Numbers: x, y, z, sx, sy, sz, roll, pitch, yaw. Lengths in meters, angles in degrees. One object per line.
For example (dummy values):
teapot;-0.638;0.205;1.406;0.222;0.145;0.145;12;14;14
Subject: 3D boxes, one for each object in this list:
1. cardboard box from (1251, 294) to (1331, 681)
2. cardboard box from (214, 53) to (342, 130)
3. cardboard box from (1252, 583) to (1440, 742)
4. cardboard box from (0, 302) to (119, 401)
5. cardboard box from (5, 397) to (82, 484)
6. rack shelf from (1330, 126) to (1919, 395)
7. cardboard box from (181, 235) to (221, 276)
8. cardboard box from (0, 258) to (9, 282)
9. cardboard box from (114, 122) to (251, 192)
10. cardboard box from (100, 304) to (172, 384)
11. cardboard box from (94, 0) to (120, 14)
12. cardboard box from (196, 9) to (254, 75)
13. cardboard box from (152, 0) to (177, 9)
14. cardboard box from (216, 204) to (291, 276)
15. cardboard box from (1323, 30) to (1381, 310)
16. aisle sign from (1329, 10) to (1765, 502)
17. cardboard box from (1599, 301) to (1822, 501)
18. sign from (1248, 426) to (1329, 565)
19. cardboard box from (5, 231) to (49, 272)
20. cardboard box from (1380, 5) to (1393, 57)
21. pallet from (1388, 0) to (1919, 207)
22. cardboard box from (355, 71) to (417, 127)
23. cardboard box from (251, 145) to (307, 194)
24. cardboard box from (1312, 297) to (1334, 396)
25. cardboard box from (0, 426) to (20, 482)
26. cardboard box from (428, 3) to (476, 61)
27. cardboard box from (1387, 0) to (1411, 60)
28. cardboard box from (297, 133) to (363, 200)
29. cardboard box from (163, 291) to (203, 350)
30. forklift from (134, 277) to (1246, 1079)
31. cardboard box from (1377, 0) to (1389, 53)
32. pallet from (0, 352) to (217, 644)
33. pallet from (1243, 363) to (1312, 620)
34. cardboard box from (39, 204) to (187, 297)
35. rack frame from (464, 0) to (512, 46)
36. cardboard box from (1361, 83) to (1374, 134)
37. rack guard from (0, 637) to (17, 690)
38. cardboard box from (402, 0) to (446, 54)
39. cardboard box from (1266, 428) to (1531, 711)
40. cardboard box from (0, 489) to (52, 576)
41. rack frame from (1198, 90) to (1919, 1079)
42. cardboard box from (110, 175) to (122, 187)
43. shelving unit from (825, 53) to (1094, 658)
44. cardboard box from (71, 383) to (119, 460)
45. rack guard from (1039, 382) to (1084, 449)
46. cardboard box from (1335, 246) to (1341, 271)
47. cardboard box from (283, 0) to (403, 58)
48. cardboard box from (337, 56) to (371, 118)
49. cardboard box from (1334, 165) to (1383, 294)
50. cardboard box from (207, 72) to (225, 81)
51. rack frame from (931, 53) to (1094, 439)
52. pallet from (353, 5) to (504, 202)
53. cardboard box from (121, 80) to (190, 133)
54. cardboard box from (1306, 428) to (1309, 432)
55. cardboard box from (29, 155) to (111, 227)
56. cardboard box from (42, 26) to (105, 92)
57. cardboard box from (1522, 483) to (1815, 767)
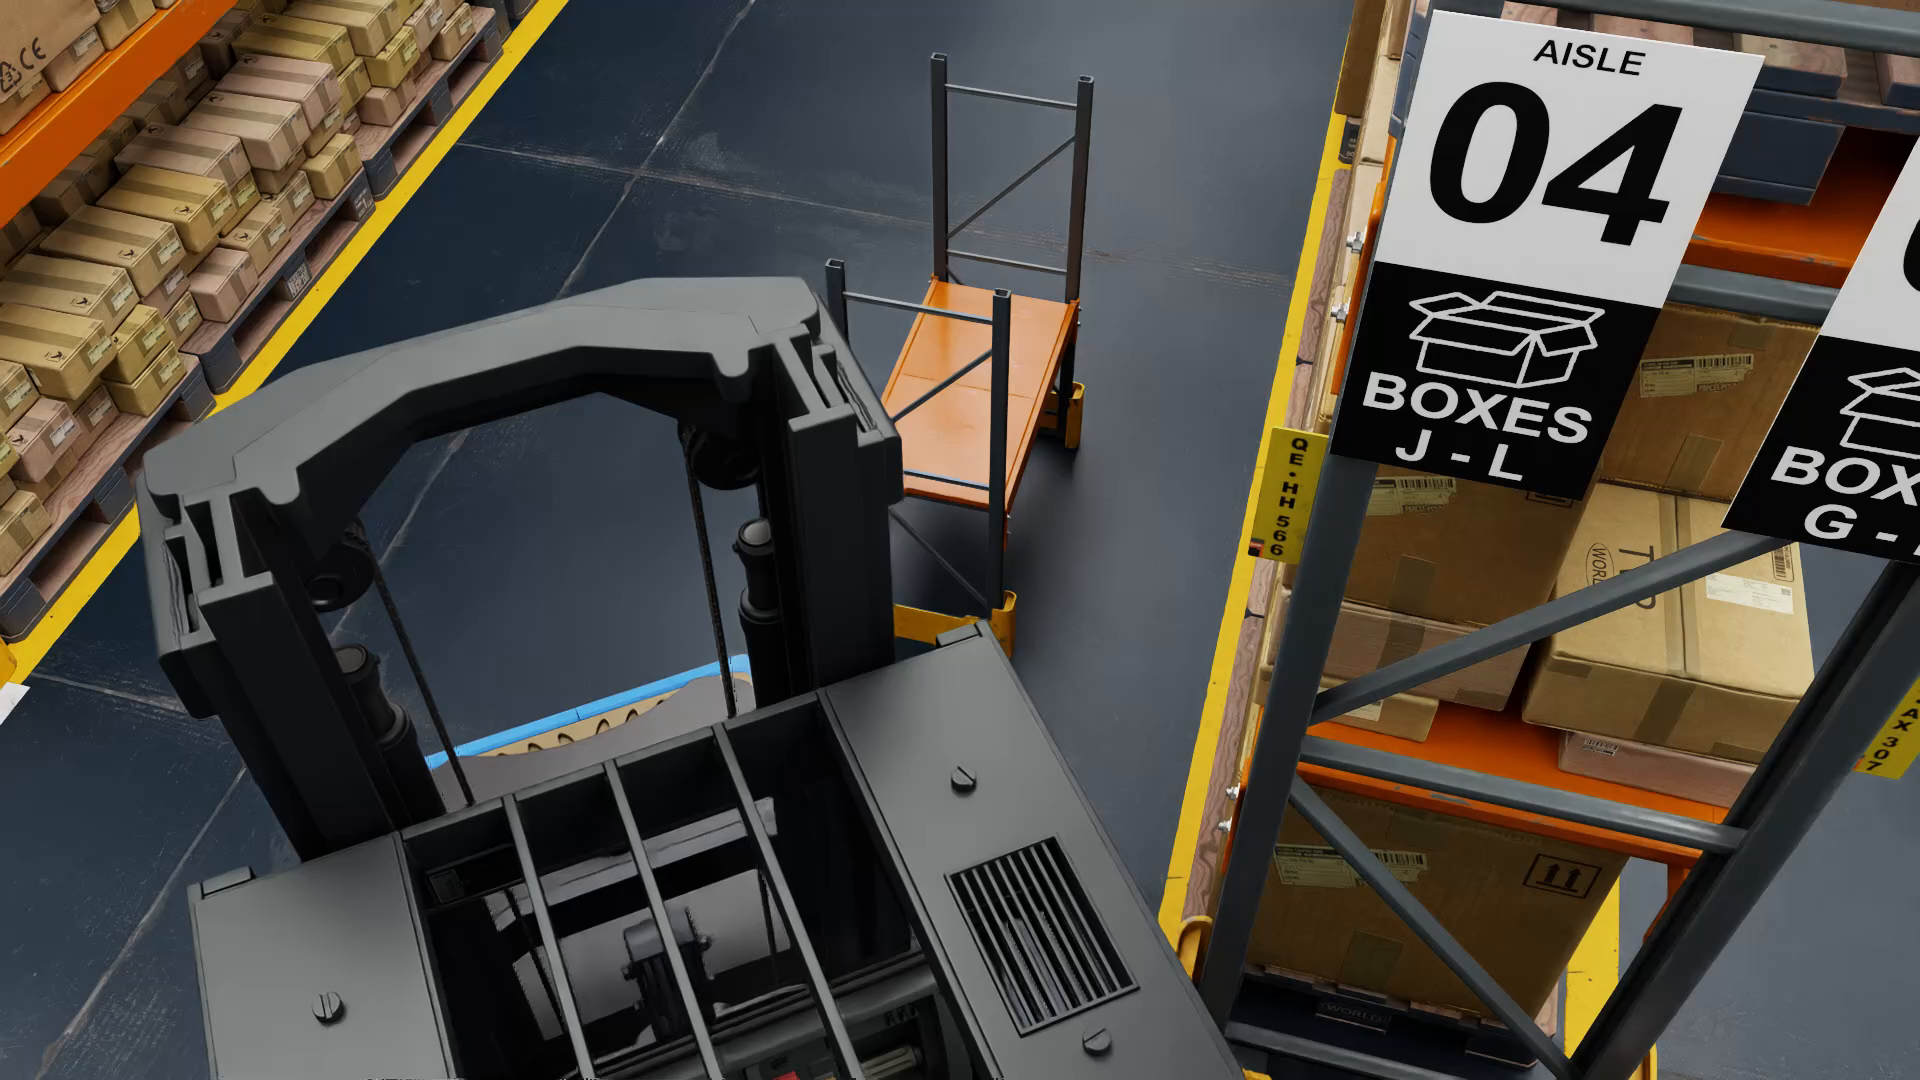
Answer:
cardboard box;1.420;-0.066;4.945;0.875;0.875;0.875;12;50;10
cardboard box;-2.673;-1.762;6.529;0.380;0.149;0.250;9;49;8
cardboard box;0.865;0.267;3.681;0.380;0.149;0.250;12;50;11
cardboard box;-3.058;-0.630;5.530;0.380;0.149;0.250;11;50;10
cardboard box;-3.158;-0.354;5.485;0.380;0.149;0.250;11;50;10
rack shelf;1.615;-1.694;3.724;1.077;0.370;4.000;12;50;10
cardboard box;-2.997;-1.128;6.168;0.380;0.149;0.250;14;50;12
cardboard box;-3.578;-0.928;5.793;0.380;0.149;0.250;10;49;9
cardboard box;-2.903;-1.406;6.215;0.380;0.149;0.250;12;50;10
cardboard box;-3.006;-0.713;5.802;0.380;0.149;0.250;13;50;11
cardboard box;-2.899;-2.061;5.303;0.500;0.500;0.500;10;49;9
cardboard box;-3.103;-2.049;6.783;0.380;0.149;0.250;10;49;9
cardboard box;-2.808;-1.957;5.645;0.380;0.149;0.250;12;50;11
cardboard box;-2.829;-1.178;6.410;0.380;0.149;0.250;12;50;10
cardboard box;1.891;-1.361;6.087;0.875;0.875;0.875;12;50;10
aisle sign;0.781;-0.361;2.334;0.394;0.787;0.004;12;50;10
cardboard box;1.607;-0.446;3.544;0.500;0.500;0.500;10;49;9
sign;0.569;-0.072;2.883;0.100;0.325;0.005;12;50;10
cardboard box;-3.547;-1.031;6.082;0.380;0.149;0.250;12;50;11
cardboard box;1.499;-1.413;4.898;0.500;0.250;0.500;13;50;11
pallet;1.274;-0.995;2.686;1.003;0.211;1.213;12;50;10
cardboard box;-2.548;-1.908;7.055;0.380;0.149;0.250;10;49;9
cardboard box;-2.805;-1.506;6.502;0.380;0.149;0.250;9;49;8
cardboard box;1.132;-0.472;4.333;0.380;0.149;0.250;11;49;9
cardboard box;-3.204;-0.250;5.194;0.380;0.149;0.250;10;49;8
cardboard box;-2.391;-2.283;7.386;0.380;0.149;0.250;12;50;11
cardboard box;1.499;-1.656;4.612;0.500;0.500;0.500;10;49;9
cardboard box;-2.664;-1.534;6.725;0.380;0.149;0.250;11;50;10
cardboard box;-3.026;-0.810;6.085;0.380;0.149;0.250;12;50;10
forklift;-0.338;1.159;2.772;1.130;2.935;3.031;-18;51;-15
cardboard box;1.537;-1.584;5.315;0.380;0.149;0.250;10;49;9
pallet;-3.402;-0.258;5.837;1.003;0.211;1.213;12;50;10
pallet;1.547;-0.044;5.648;1.003;0.211;1.213;12;50;10
cardboard box;-2.990;-1.024;5.878;0.380;0.149;0.250;13;50;12
rack frame;-2.617;-3.438;6.784;1.000;3.000;0.127;12;50;10
cardboard box;1.402;-1.217;4.991;0.380;0.149;0.250;12;50;10
rack guard;-3.650;0.227;5.216;1.175;0.500;0.348;12;50;10
cardboard box;-2.452;-2.244;7.153;0.380;0.149;0.250;9;49;8
cardboard box;0.960;0.055;3.602;0.500;0.250;0.500;11;49;9
cardboard box;-3.223;-0.057;5.421;0.380;0.149;0.250;12;50;11
rack frame;1.089;0.507;3.302;1.000;3.000;0.127;12;50;10
cardboard box;-3.416;-1.417;6.423;0.380;0.149;0.250;12;50;10
shelving unit;0.020;-0.551;5.236;0.587;1.500;1.083;12;50;10
cardboard box;-3.174;-0.443;5.762;0.380;0.149;0.250;12;50;10
rack guard;0.151;-0.498;6.023;0.587;0.250;0.087;12;50;10
cardboard box;1.268;-0.838;4.657;0.380;0.149;0.250;12;50;11
cardboard box;-2.547;-2.148;6.870;0.380;0.149;0.250;11;50;10
cardboard box;-2.666;-1.884;6.835;0.380;0.149;0.250;12;50;10
cardboard box;1.228;-0.680;4.251;0.500;0.250;0.500;10;49;9
cardboard box;-3.104;-1.955;6.897;0.380;0.149;0.250;9;49;8
rack frame;0.156;-0.926;5.567;0.500;1.500;0.032;12;50;10
pallet;-2.759;-2.023;7.395;1.003;0.211;1.213;12;50;10
cardboard box;-3.241;-1.668;6.446;0.380;0.149;0.250;10;49;8
cardboard box;0.999;-0.103;4.008;0.380;0.149;0.250;12;50;10
cardboard box;-3.385;-1.302;6.123;0.380;0.149;0.250;10;49;9
cardboard box;-2.995;-1.587;5.317;0.380;0.149;0.250;11;49;9
cardboard box;1.476;0.164;3.506;0.500;0.250;0.500;10;49;9
